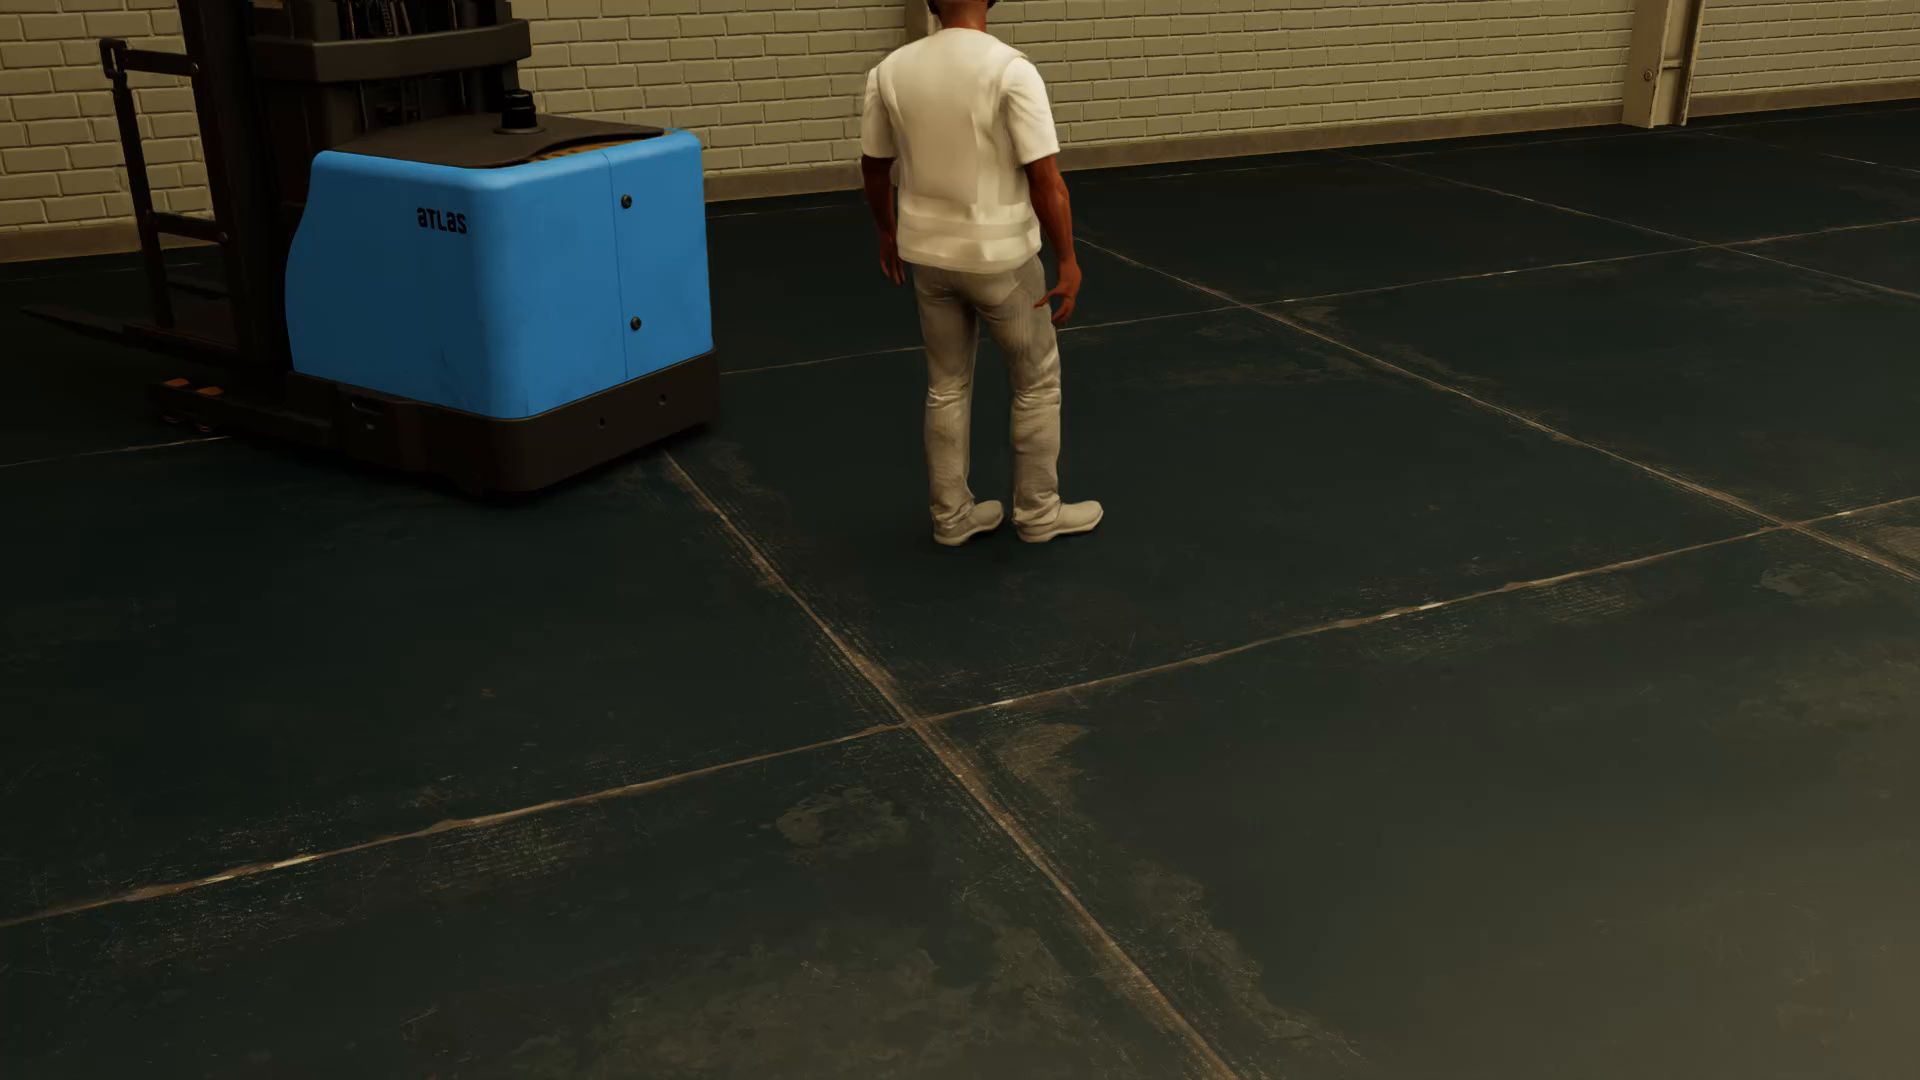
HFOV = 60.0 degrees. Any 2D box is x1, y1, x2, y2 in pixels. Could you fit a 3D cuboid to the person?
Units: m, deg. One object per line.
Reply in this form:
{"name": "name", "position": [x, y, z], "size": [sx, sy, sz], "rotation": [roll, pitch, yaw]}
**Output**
{"name": "person", "position": [0.046, -0.843, 4.869], "size": [0.716, 1.762, 0.474], "rotation": [11, 25, 25]}

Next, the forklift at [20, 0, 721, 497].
{"name": "forklift", "position": [-2.391, -1.900, 5.860], "size": [3.031, 2.935, 1.130], "rotation": [13, 26, 29]}
